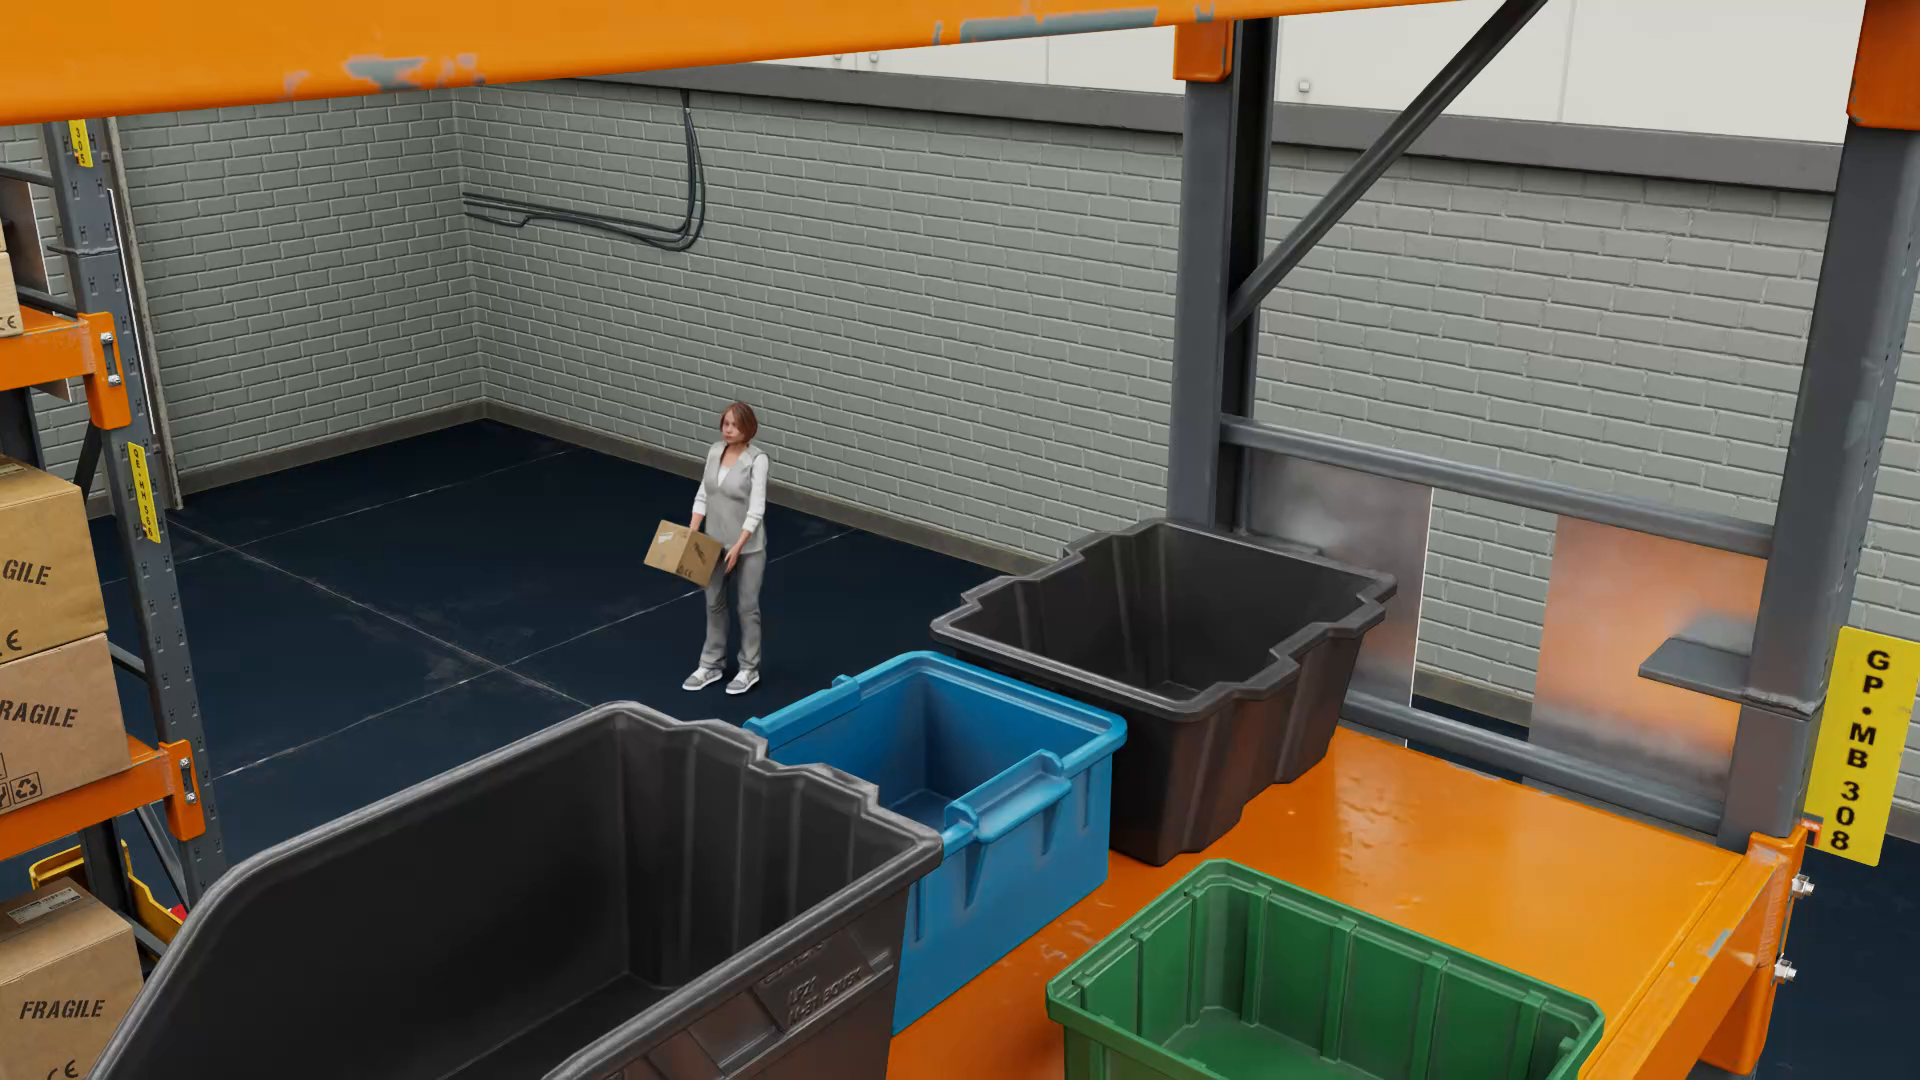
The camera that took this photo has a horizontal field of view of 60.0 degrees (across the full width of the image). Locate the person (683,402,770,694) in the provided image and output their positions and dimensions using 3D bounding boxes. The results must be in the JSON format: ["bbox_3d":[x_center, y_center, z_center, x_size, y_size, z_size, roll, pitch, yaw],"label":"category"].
[{"bbox_3d":[-1.250,0.057,8.926,0.466,1.601,0.450,10,23,24],"label":"person"}]
